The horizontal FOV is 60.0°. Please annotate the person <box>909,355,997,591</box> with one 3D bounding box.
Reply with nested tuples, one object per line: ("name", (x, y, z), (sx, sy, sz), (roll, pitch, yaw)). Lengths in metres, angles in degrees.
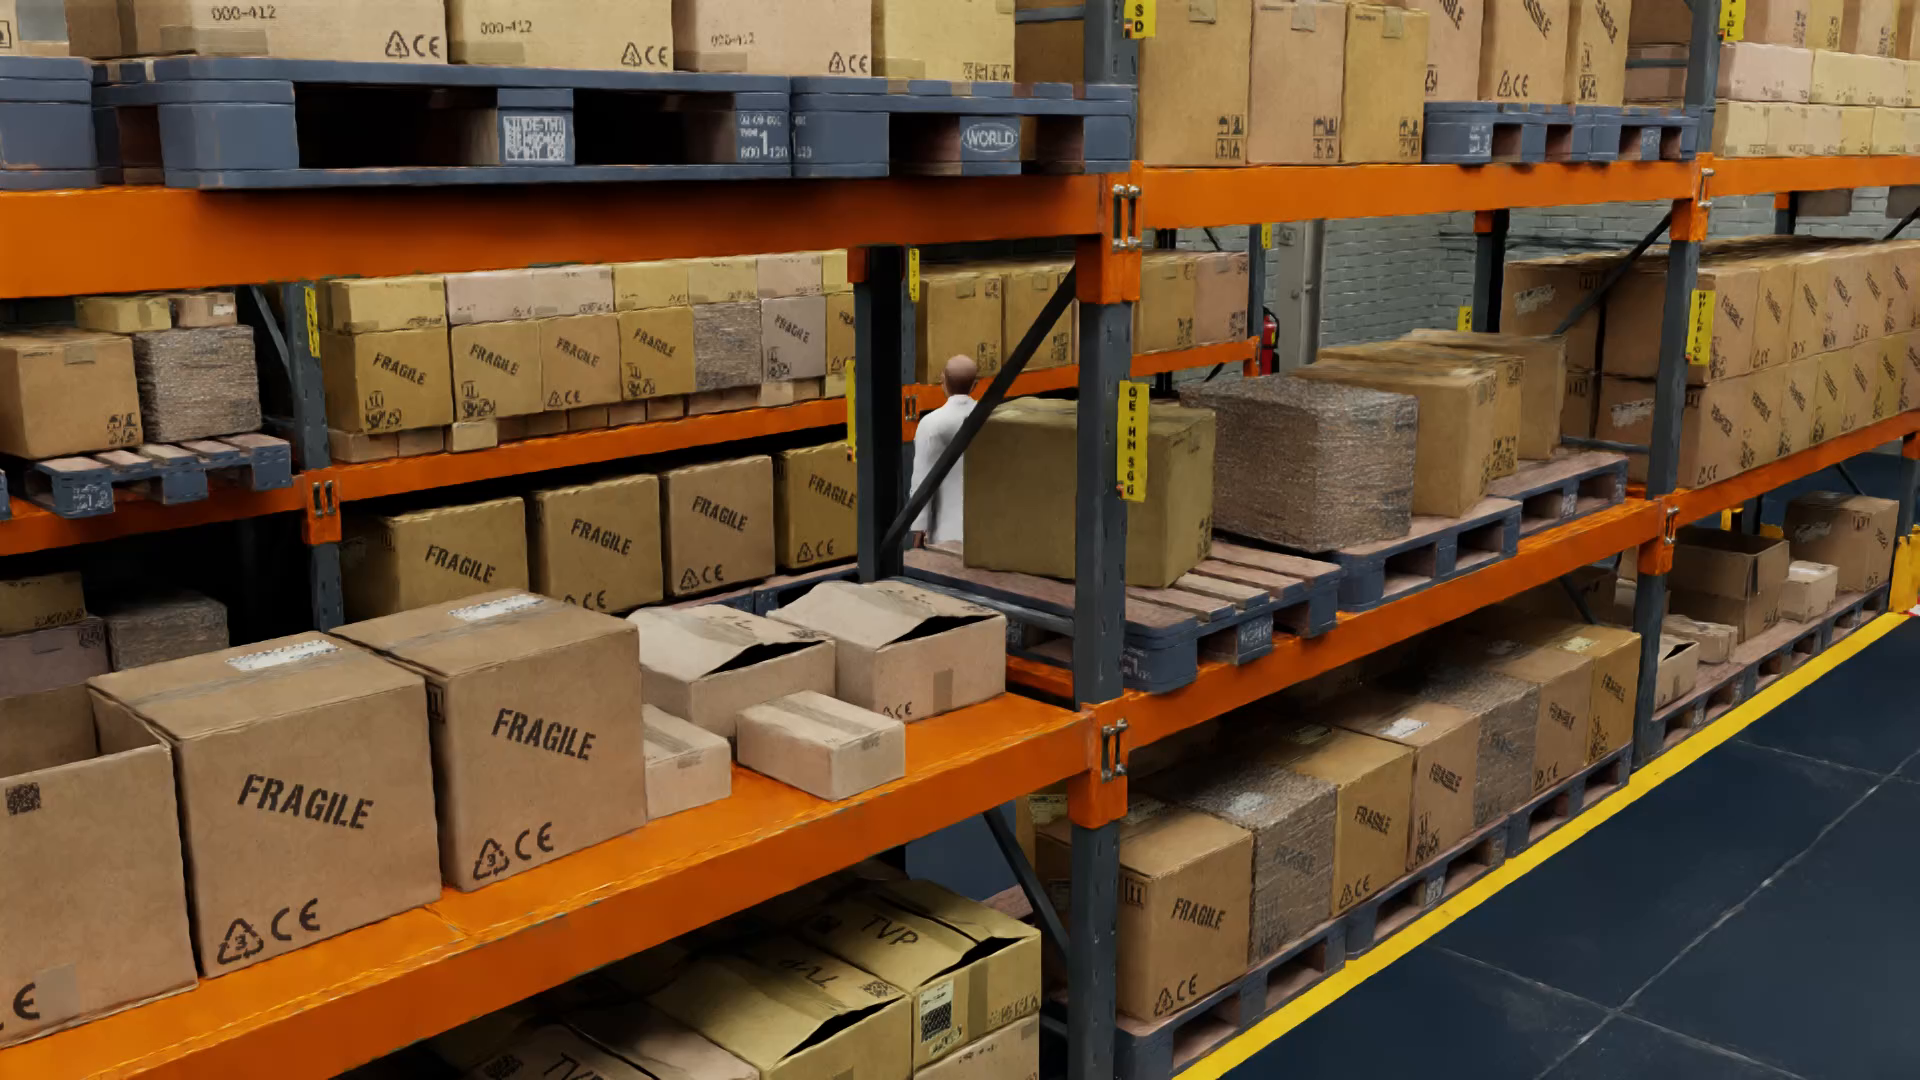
("person", (-0.017, -0.088, 8.793), (0.663, 1.788, 0.567), (-10, 17, -36))
